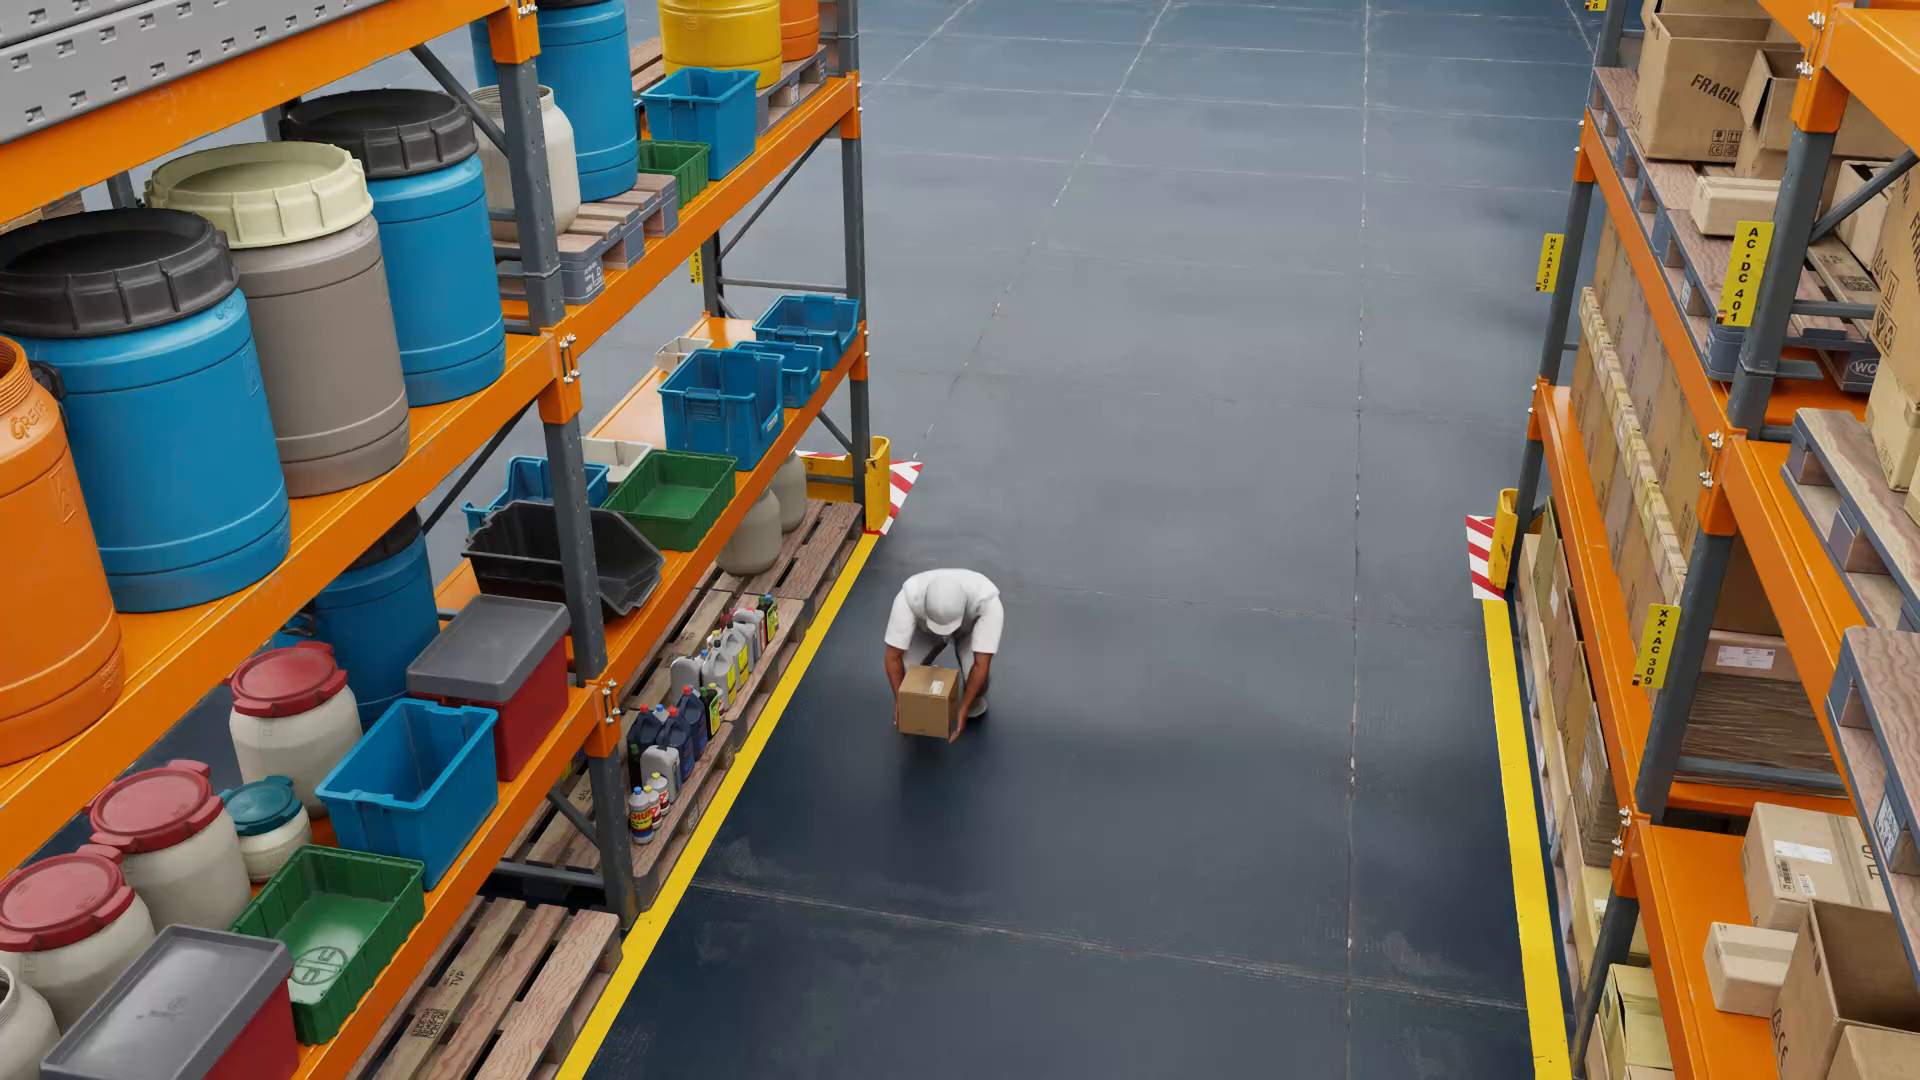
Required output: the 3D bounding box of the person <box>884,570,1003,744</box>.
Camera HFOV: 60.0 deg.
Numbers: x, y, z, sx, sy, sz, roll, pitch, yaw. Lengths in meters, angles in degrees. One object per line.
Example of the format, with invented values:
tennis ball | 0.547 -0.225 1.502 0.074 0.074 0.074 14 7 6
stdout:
person | -0.060 0.498 8.499 0.585 0.993 0.898 6 29 11
